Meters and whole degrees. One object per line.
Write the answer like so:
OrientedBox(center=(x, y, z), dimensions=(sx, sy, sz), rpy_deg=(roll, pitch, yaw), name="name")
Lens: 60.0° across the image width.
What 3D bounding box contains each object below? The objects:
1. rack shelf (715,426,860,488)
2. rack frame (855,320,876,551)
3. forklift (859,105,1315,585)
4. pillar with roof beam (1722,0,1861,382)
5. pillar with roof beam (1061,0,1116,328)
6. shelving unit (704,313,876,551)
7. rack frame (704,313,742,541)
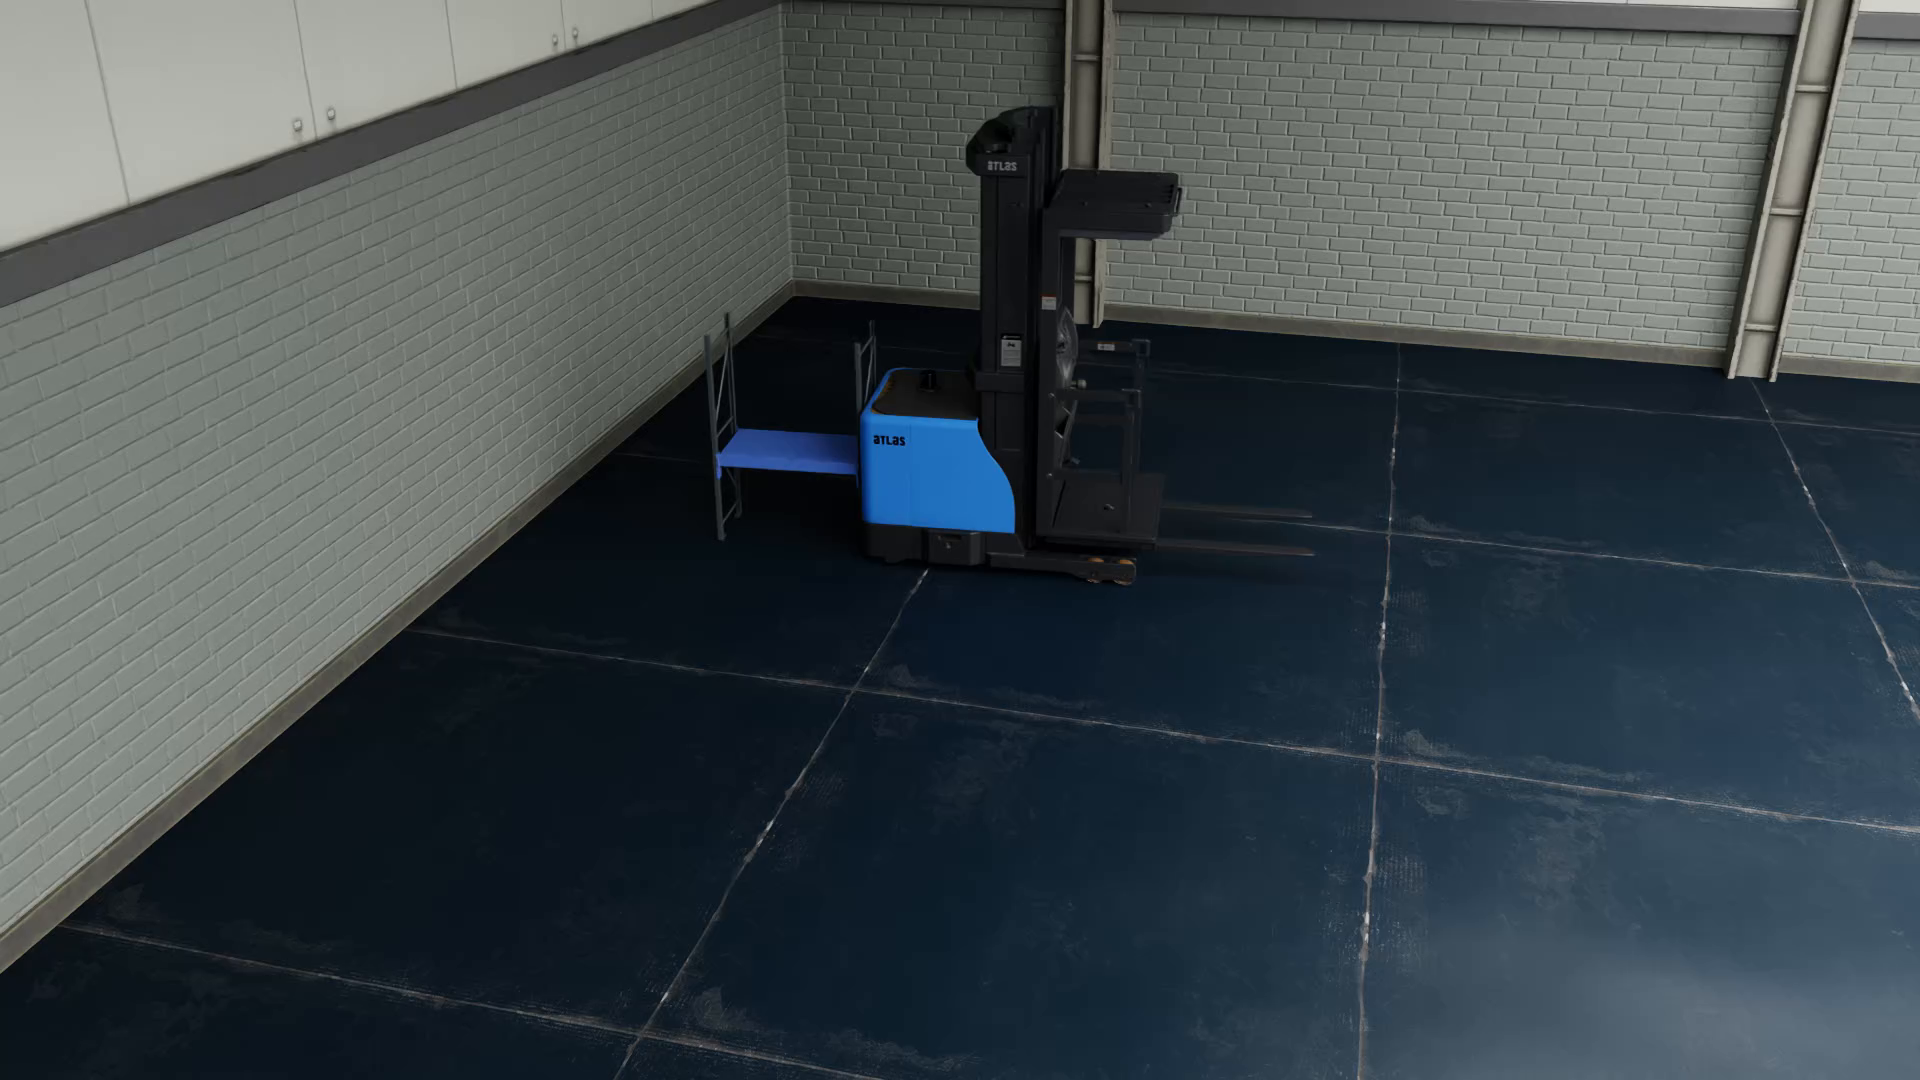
OrientedBox(center=(-1.133, -0.580, 11.523), dimensions=(1.000, 0.185, 0.538), rpy_deg=(4, 26, 8), name="rack shelf")
OrientedBox(center=(-0.632, -0.706, 11.371), dimensions=(0.032, 1.500, 0.500), rpy_deg=(4, 26, 8), name="rack frame")
OrientedBox(center=(0.889, -1.272, 10.893), dimensions=(3.031, 2.935, 1.130), rpy_deg=(4, 26, 8), name="forklift")
OrientedBox(center=(5.905, -3.737, 9.014), dimensions=(0.400, 9.000, 9.100), rpy_deg=(6, 26, 13), name="pillar with roof beam")
OrientedBox(center=(0.094, -4.380, 10.363), dimensions=(0.400, 9.000, 9.100), rpy_deg=(6, 26, 13), name="pillar with roof beam")
OrientedBox(center=(-1.133, -0.742, 11.445), dimensions=(1.048, 1.500, 0.538), rpy_deg=(4, 26, 8), name="shelving unit")
OrientedBox(center=(-1.635, -0.777, 11.520), dimensions=(0.032, 1.500, 0.500), rpy_deg=(4, 26, 8), name="rack frame")
